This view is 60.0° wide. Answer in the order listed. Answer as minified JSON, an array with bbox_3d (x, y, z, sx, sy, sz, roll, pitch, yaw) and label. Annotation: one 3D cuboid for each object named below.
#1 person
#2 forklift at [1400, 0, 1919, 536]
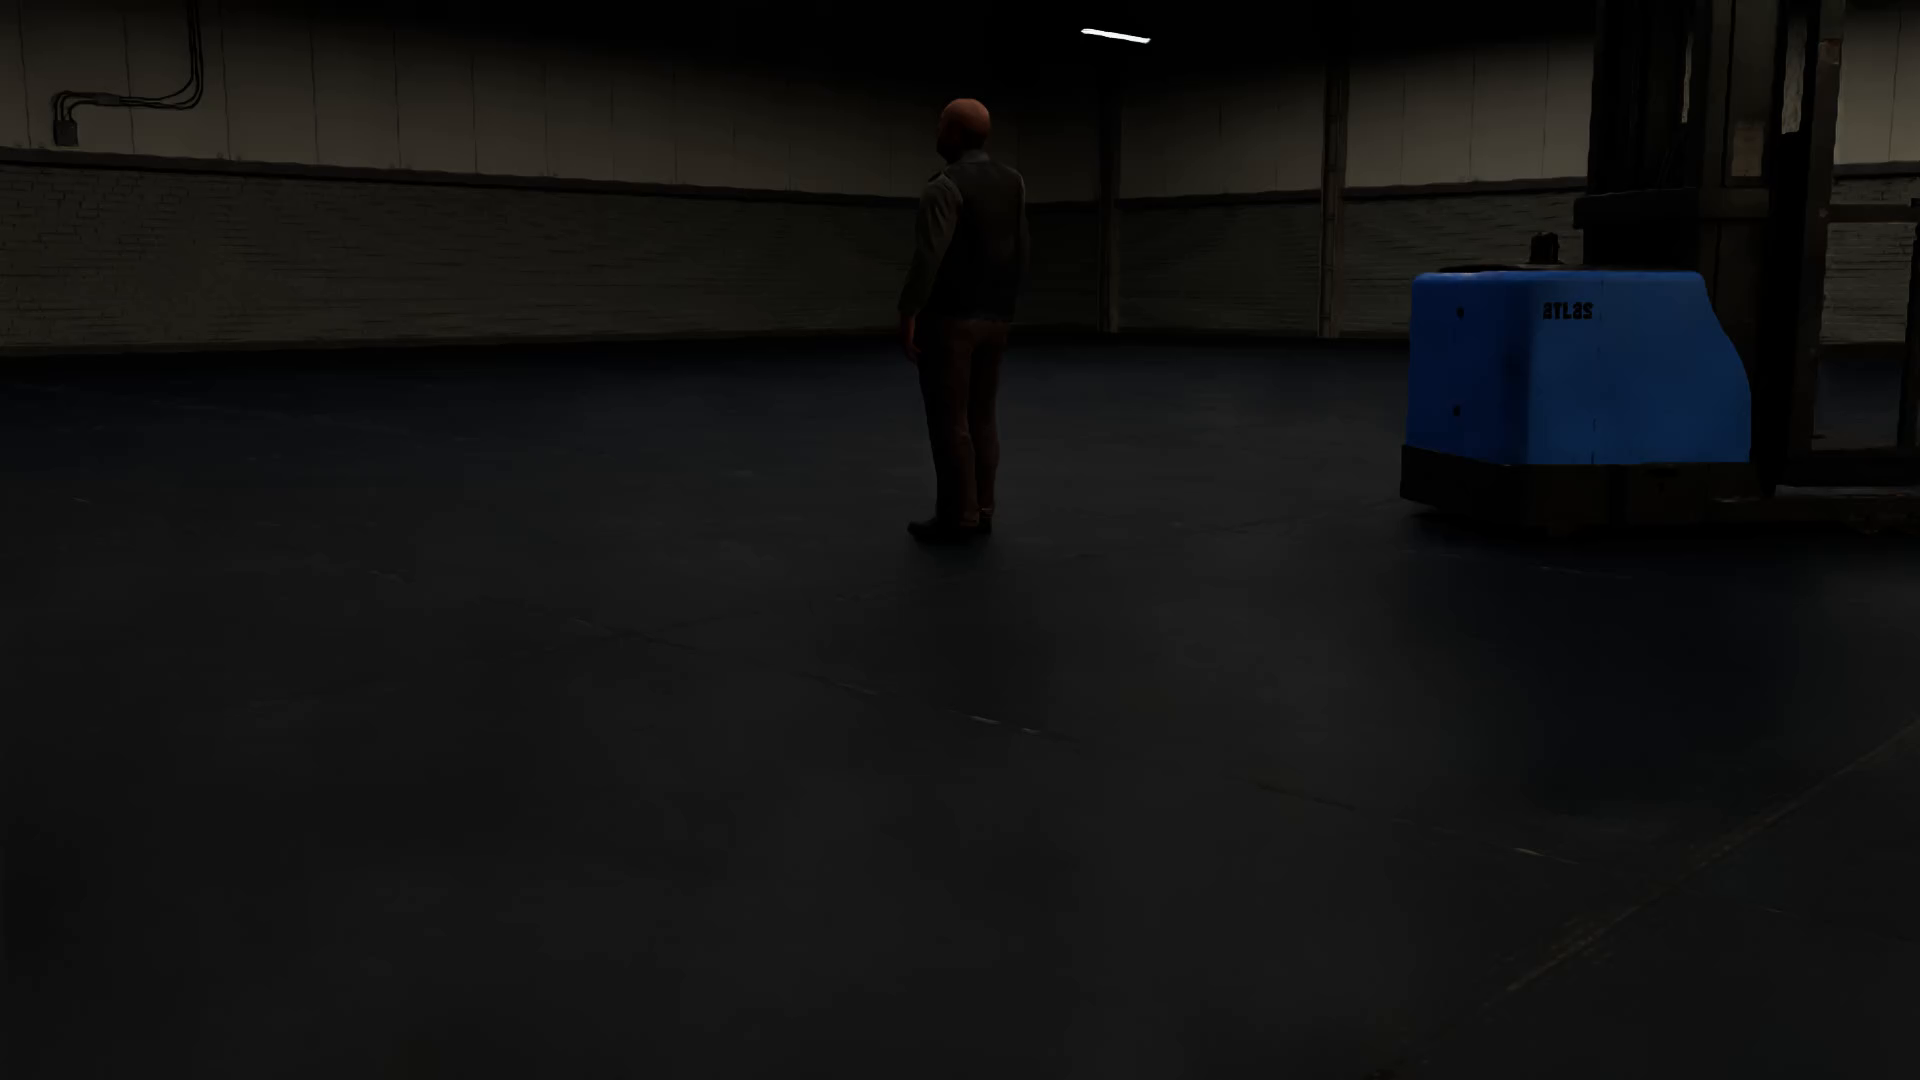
[{"bbox_3d":[-0.039,-0.866,6.637,0.567,1.720,0.632,8,12,43],"label":"person"},{"bbox_3d":[3.557,-1.545,7.132,3.031,2.935,1.130,-1,9,-10],"label":"forklift"}]
